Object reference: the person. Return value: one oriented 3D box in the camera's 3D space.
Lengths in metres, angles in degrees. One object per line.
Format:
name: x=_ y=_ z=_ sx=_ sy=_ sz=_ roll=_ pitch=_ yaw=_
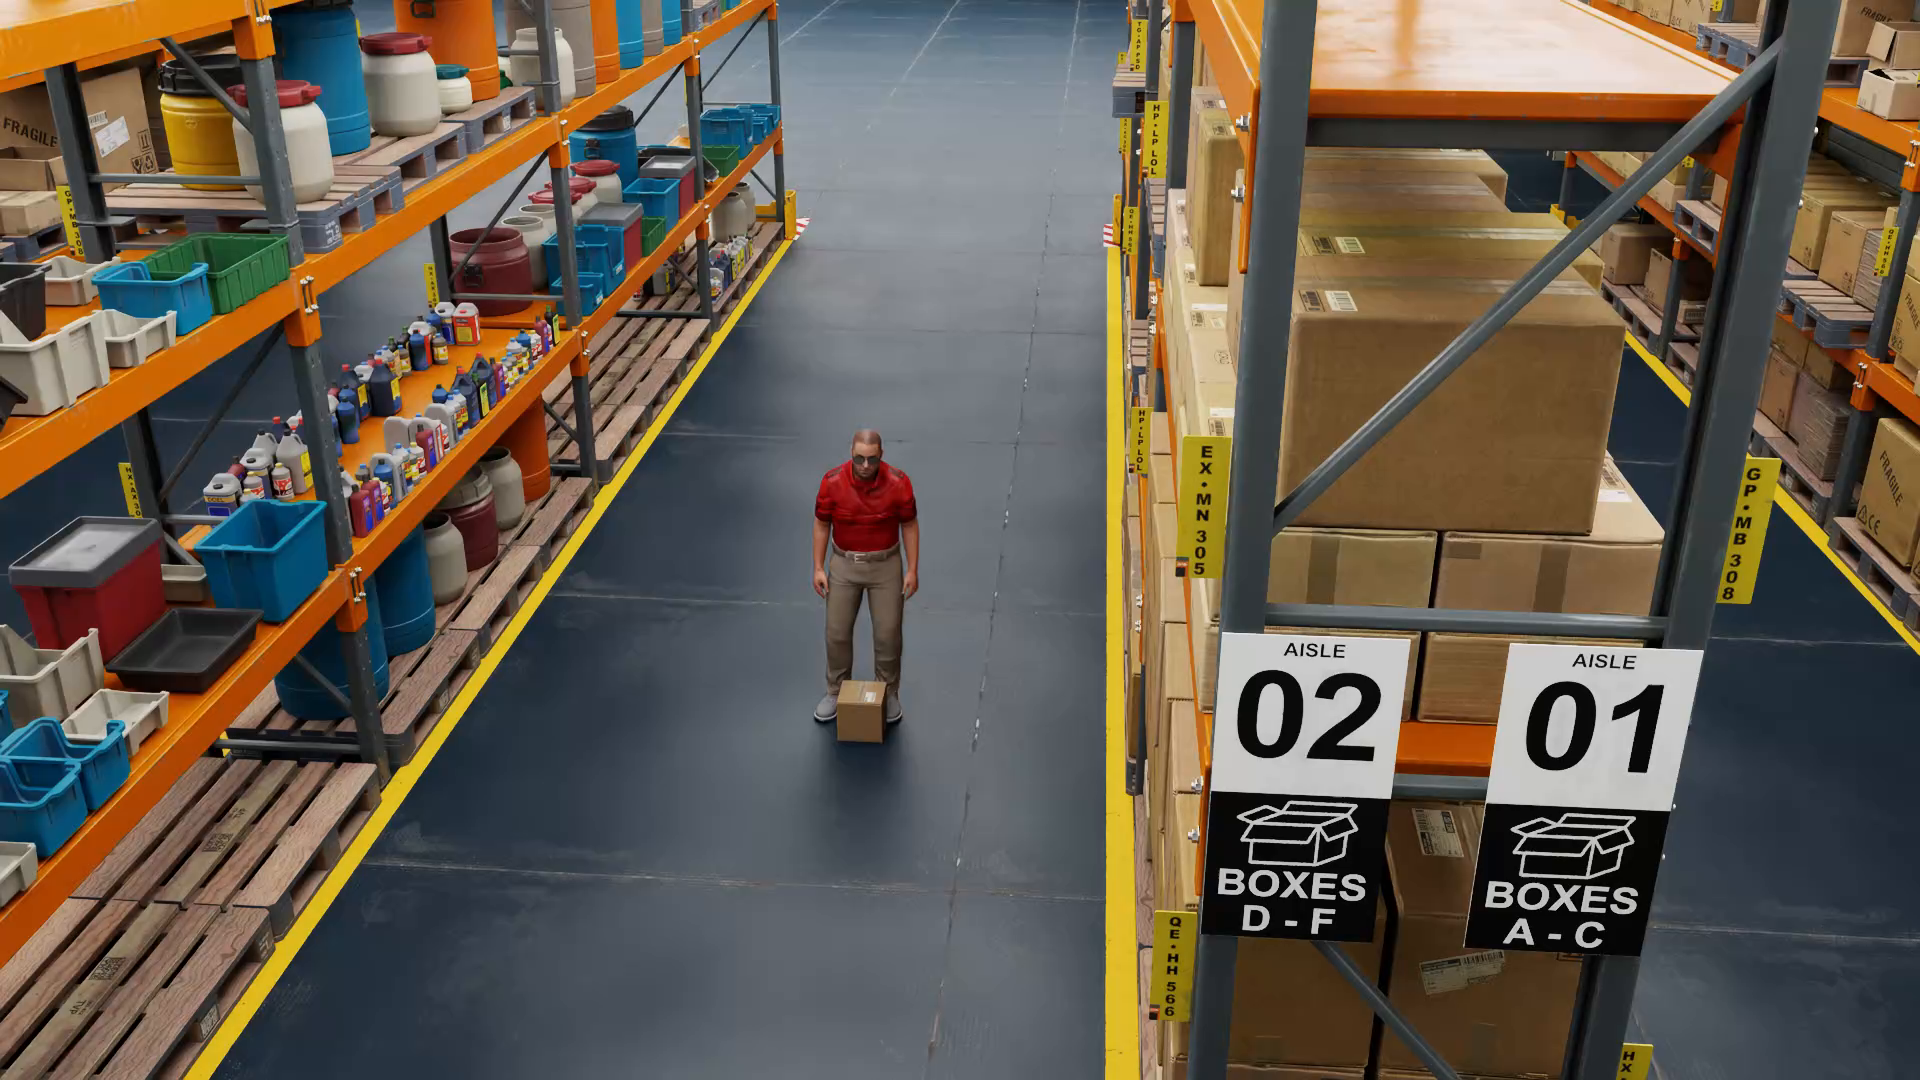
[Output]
person: x=-0.527 y=0.180 z=9.225 sx=0.605 sy=1.726 sz=0.394 roll=0 pitch=24 yaw=1
